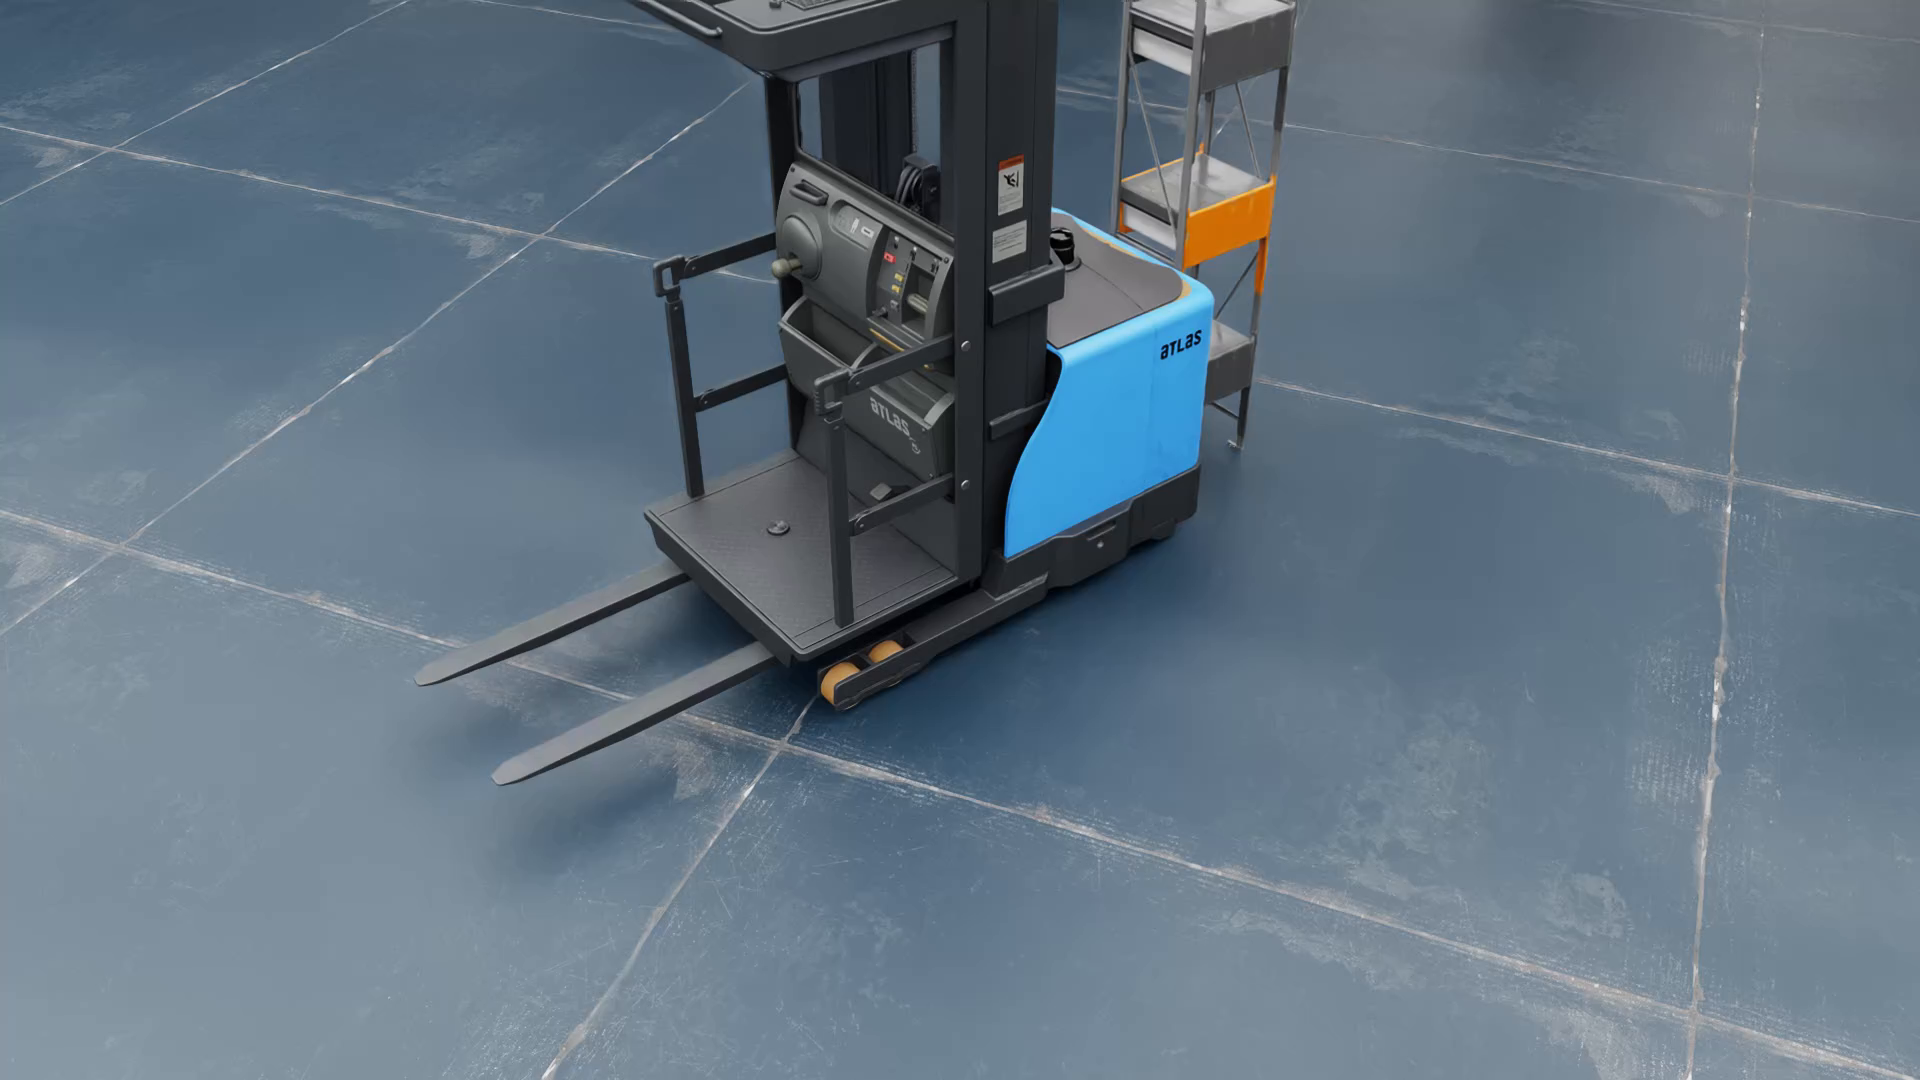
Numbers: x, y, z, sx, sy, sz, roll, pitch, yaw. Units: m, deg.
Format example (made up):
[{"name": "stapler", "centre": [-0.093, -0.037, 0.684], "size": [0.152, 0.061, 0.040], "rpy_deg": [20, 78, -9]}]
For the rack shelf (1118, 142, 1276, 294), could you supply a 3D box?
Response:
[{"name": "rack shelf", "centre": [0.920, -1.221, 6.653], "size": [0.480, 0.518, 0.431], "rpy_deg": [-25, 44, -30]}]

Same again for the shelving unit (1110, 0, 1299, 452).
[{"name": "shelving unit", "centre": [0.920, -1.232, 6.644], "size": [0.503, 2.100, 0.431], "rpy_deg": [-25, 44, -30]}]

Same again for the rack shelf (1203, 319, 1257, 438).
[{"name": "rack shelf", "centre": [0.920, -0.660, 7.072], "size": [0.480, 0.518, 0.431], "rpy_deg": [-25, 44, -30]}]

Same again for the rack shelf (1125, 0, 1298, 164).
[{"name": "rack shelf", "centre": [0.920, -1.782, 6.233], "size": [0.480, 0.518, 0.431], "rpy_deg": [-25, 44, -30]}]

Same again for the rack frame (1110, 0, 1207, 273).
[{"name": "rack frame", "centre": [0.729, -1.141, 6.523], "size": [0.015, 2.100, 0.400], "rpy_deg": [-25, 44, -30]}]

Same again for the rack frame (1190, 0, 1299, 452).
[{"name": "rack frame", "centre": [1.111, -1.323, 6.766], "size": [0.015, 2.100, 0.400], "rpy_deg": [-25, 44, -30]}]

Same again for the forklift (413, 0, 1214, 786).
[{"name": "forklift", "centre": [-0.500, -0.928, 5.543], "size": [3.031, 2.935, 1.130], "rpy_deg": [-25, 44, -30]}]
